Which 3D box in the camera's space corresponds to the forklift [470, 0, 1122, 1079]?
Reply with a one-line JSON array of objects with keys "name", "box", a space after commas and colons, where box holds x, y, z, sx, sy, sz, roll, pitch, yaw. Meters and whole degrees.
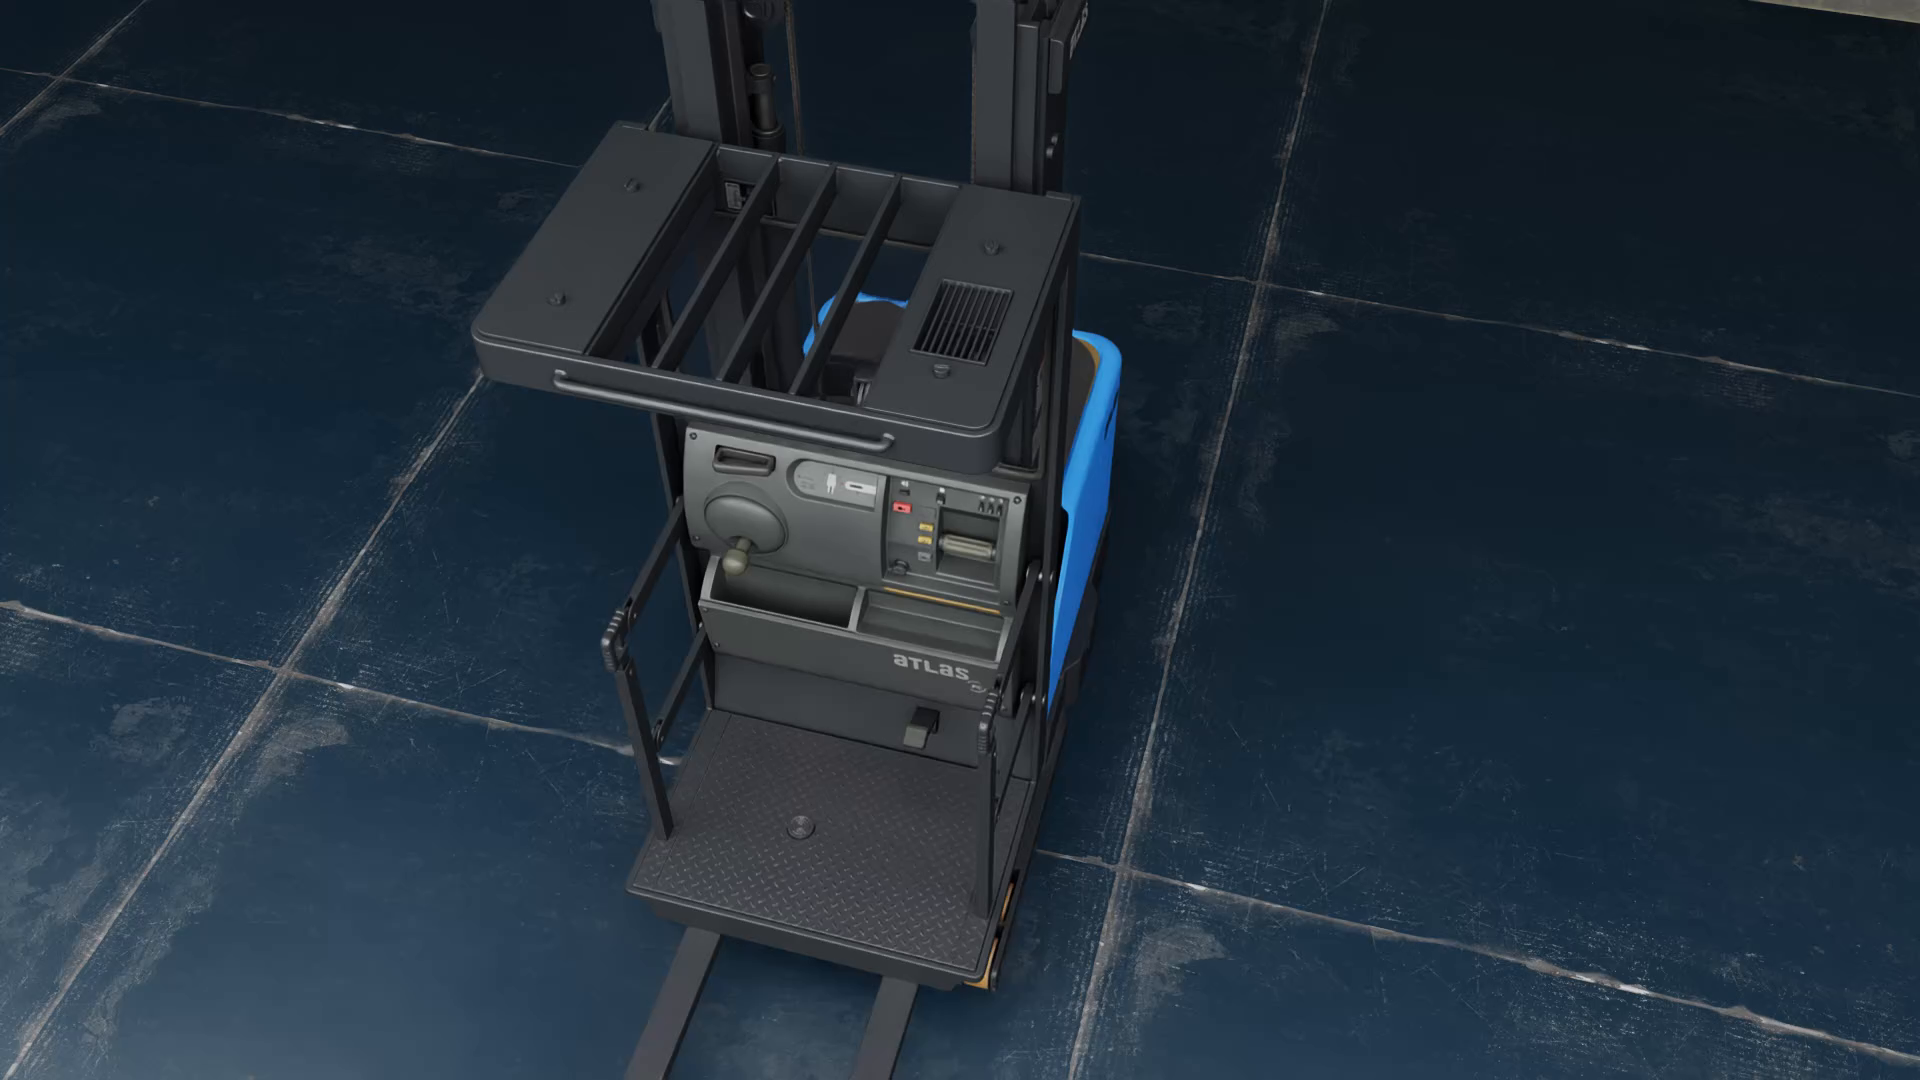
[{"name": "forklift", "box": [-0.339, 0.053, 4.248, 1.130, 2.935, 3.031, 12, 50, 10]}]
